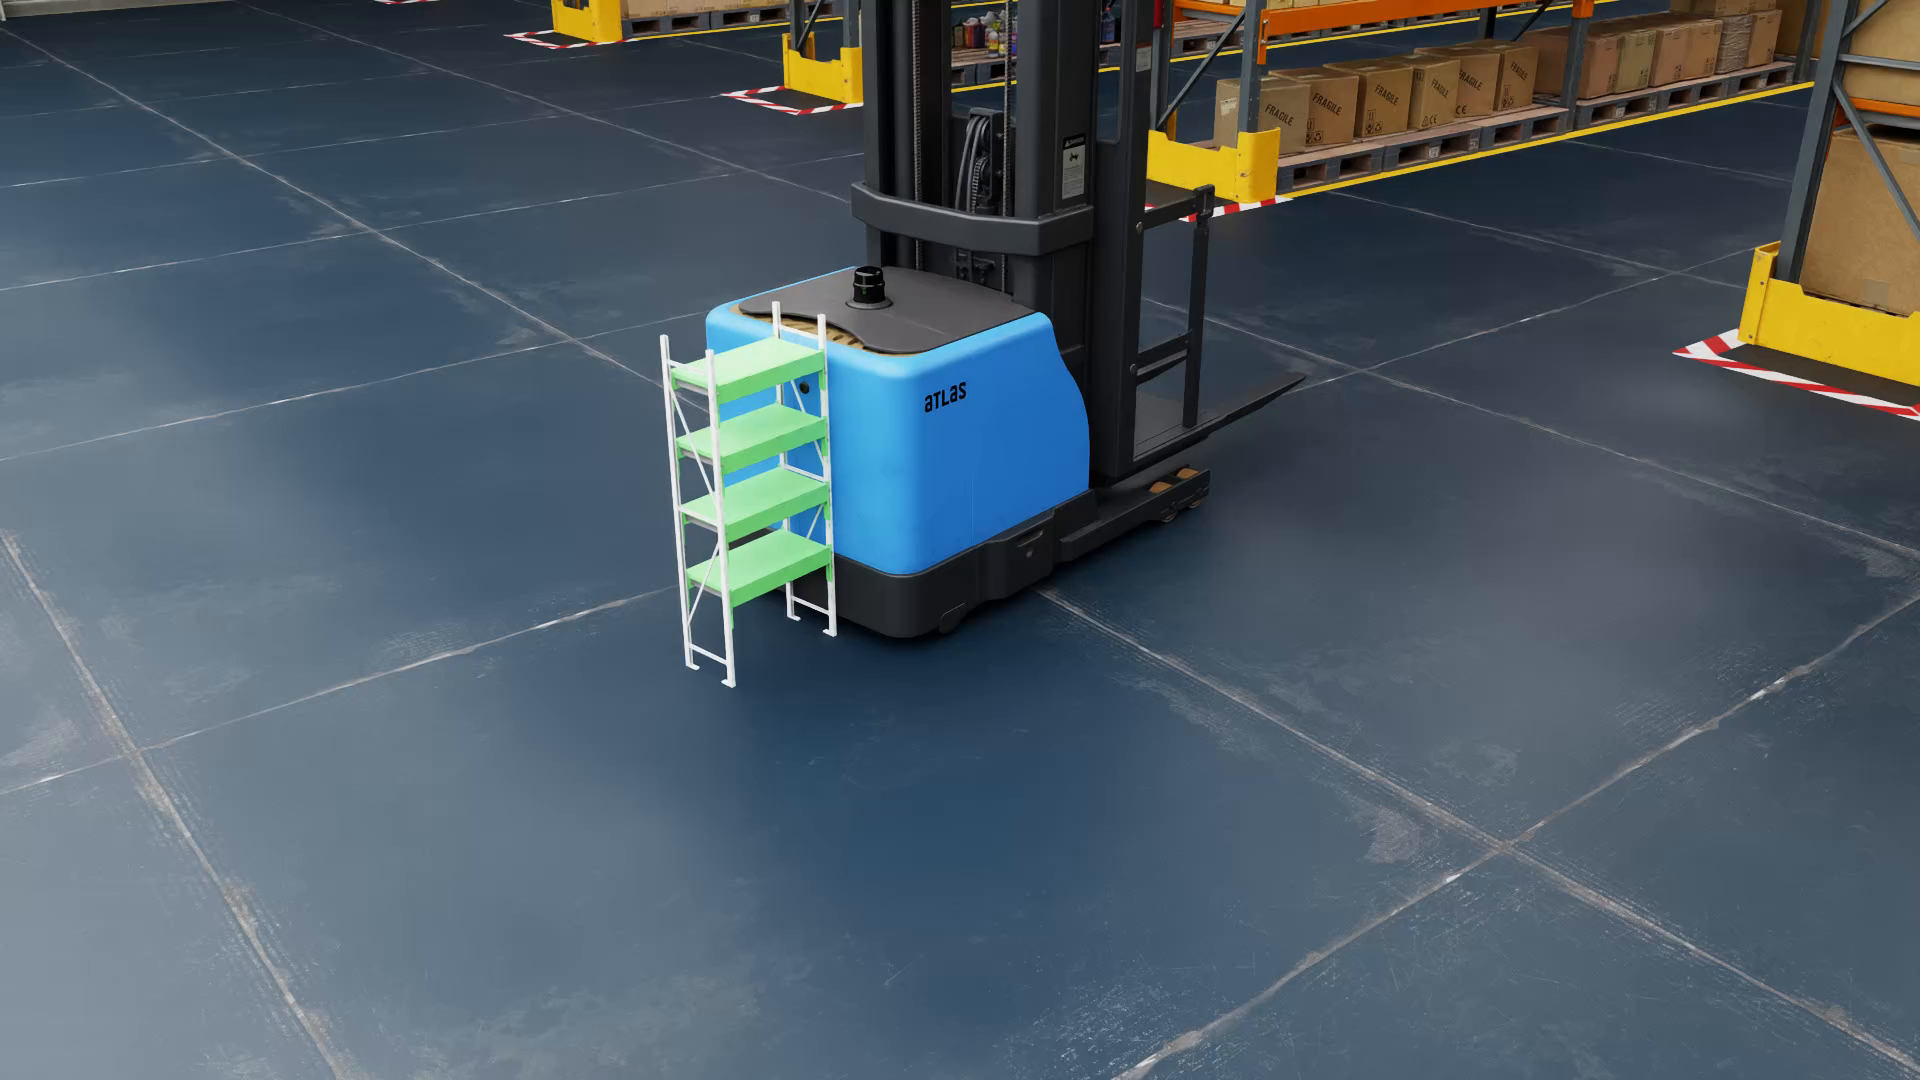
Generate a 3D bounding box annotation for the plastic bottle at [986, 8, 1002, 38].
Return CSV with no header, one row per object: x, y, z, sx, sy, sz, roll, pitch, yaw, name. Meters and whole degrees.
0.342,-5.386,17.417,0.185,0.351,0.144,-17,30,-32,plastic bottle

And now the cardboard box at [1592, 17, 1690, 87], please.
6.243,-4.509,15.349,0.500,0.500,0.700,-21,32,-38,cardboard box

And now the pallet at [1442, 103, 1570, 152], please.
4.413,-3.577,14.206,1.213,0.211,1.003,-18,31,-34,pallet

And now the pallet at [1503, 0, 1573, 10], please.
7.526,-7.295,22.218,1.213,0.211,1.003,-18,31,-34,pallet

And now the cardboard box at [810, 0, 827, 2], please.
-1.820,-6.934,20.895,0.500,0.250,0.500,-18,31,-34,cardboard box

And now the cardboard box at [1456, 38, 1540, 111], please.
4.580,-3.994,14.262,0.500,0.500,0.500,-19,31,-36,cardboard box

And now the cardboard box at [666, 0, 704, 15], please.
-3.388,-6.411,19.768,0.500,0.250,0.500,-18,31,-34,cardboard box

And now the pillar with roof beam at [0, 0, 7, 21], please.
-9.446,-9.116,15.703,0.400,9.000,9.100,-18,31,-34,pillar with roof beam

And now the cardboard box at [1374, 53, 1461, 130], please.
3.694,-3.655,13.533,0.500,0.500,0.500,-22,33,-38,cardboard box

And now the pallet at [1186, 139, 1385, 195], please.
2.493,-2.943,12.840,1.213,0.211,1.003,-18,31,-34,pallet

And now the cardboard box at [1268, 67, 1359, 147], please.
2.723,-3.368,12.915,0.500,0.500,0.500,-10,27,-21,cardboard box

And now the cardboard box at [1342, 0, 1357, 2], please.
2.742,-4.060,12.233,0.250,0.149,0.380,-18,31,-34,cardboard box

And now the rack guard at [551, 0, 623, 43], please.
-4.357,-6.131,19.367,0.348,0.500,1.175,-18,31,-34,rack guard

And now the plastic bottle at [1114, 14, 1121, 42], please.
1.688,-5.402,17.530,0.133,0.283,0.061,-17,30,-32,plastic bottle

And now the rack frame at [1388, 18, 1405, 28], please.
5.011,-7.707,19.794,0.127,3.000,1.000,-18,31,-34,rack frame

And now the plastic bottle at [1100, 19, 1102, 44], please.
1.383,-5.354,17.347,0.185,0.351,0.144,-20,32,-37,plastic bottle

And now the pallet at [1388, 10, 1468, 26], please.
5.605,-6.661,20.852,1.213,0.211,1.003,-18,31,-34,pallet

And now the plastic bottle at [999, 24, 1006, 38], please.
0.451,-5.290,17.387,0.097,0.201,0.097,0,25,0,plastic bottle

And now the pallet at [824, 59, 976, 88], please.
-0.611,-4.609,16.430,1.213,0.211,1.003,-18,31,-34,pallet

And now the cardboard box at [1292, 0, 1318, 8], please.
2.352,-3.928,11.949,0.250,0.149,0.380,-18,31,-34,cardboard box

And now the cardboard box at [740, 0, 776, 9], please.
-2.597,-6.669,20.324,0.500,0.250,0.500,-18,31,-34,cardboard box

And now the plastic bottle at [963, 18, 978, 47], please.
0.105,-5.272,17.259,0.135,0.276,0.152,-18,30,-34,plastic bottle

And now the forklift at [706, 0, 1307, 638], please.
0.408,-1.527,6.559,1.130,2.935,3.031,20,32,36,forklift

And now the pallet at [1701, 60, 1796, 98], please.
7.451,-4.599,16.409,1.213,0.211,1.003,-18,31,-34,pallet

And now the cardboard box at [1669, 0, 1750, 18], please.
7.147,-5.147,15.834,0.500,0.250,0.500,-14,29,-28,cardboard box

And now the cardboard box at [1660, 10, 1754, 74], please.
7.124,-4.803,15.983,0.500,0.500,0.700,-21,32,-38,cardboard box

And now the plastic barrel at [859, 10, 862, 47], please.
-0.814,-4.888,16.174,0.421,0.512,0.421,0,25,0,plastic barrel

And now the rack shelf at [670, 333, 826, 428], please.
-0.701,-0.531,5.480,0.258,0.148,0.480,20,32,36,rack shelf

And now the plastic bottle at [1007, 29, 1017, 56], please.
0.524,-5.017,16.701,0.133,0.283,0.061,-18,30,-33,plastic bottle

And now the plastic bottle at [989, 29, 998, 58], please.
0.335,-4.959,16.590,0.097,0.271,0.097,0,25,0,plastic bottle

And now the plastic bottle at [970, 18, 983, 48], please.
0.172,-5.240,17.182,0.133,0.283,0.061,-18,31,-34,plastic bottle

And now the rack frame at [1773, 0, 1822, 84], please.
8.067,-6.067,16.259,0.127,3.000,1.000,-18,31,-34,rack frame

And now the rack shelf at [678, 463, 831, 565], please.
-0.701,-0.095,5.682,0.258,0.148,0.480,20,32,36,rack shelf

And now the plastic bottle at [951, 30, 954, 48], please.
-0.110,-5.182,17.154,0.097,0.201,0.097,0,25,0,plastic bottle

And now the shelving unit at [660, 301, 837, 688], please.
-0.701,-0.153,5.655,0.258,1.200,0.503,20,32,36,shelving unit

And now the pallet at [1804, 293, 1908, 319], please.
5.334,-1.288,9.274,1.213,0.211,1.003,-18,31,-34,pallet

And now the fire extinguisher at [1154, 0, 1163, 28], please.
1.397,-4.076,12.062,0.183,0.674,0.296,-18,31,-34,fire extinguisher

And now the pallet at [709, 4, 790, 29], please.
-2.803,-6.534,20.578,1.213,0.211,1.003,-18,31,-34,pallet

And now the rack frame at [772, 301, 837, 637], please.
-0.541,-0.231,5.822,0.240,1.200,0.015,20,32,36,rack frame

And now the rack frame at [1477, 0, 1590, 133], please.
4.919,-5.028,14.020,0.127,3.000,1.000,-18,31,-34,rack frame

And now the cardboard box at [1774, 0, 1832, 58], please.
8.623,-5.466,16.989,0.875,0.875,1.225,-20,32,-36,cardboard box

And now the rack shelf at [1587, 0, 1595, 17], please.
6.493,-5.221,15.291,4.000,0.370,1.077,-18,31,-34,rack shelf

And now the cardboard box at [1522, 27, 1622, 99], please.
5.416,-4.246,14.782,0.500,0.500,0.700,-21,32,-38,cardboard box

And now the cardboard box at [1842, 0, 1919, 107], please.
5.017,-2.499,8.392,0.550,0.550,0.875,-18,31,-34,cardboard box

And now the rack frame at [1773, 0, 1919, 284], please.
4.753,-2.319,8.184,0.127,3.000,1.000,-18,31,-34,rack frame

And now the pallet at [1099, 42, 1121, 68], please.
1.309,-5.243,17.796,1.213,0.211,1.003,-18,31,-34,pallet

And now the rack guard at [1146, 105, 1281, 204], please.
1.832,-2.874,12.350,0.348,0.500,1.175,-18,31,-34,rack guard

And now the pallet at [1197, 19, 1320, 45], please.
3.418,-5.939,19.296,1.213,0.211,1.003,-18,31,-34,pallet

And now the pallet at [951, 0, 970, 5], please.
-0.635,-7.250,22.120,1.213,0.211,1.003,-18,31,-34,pallet
